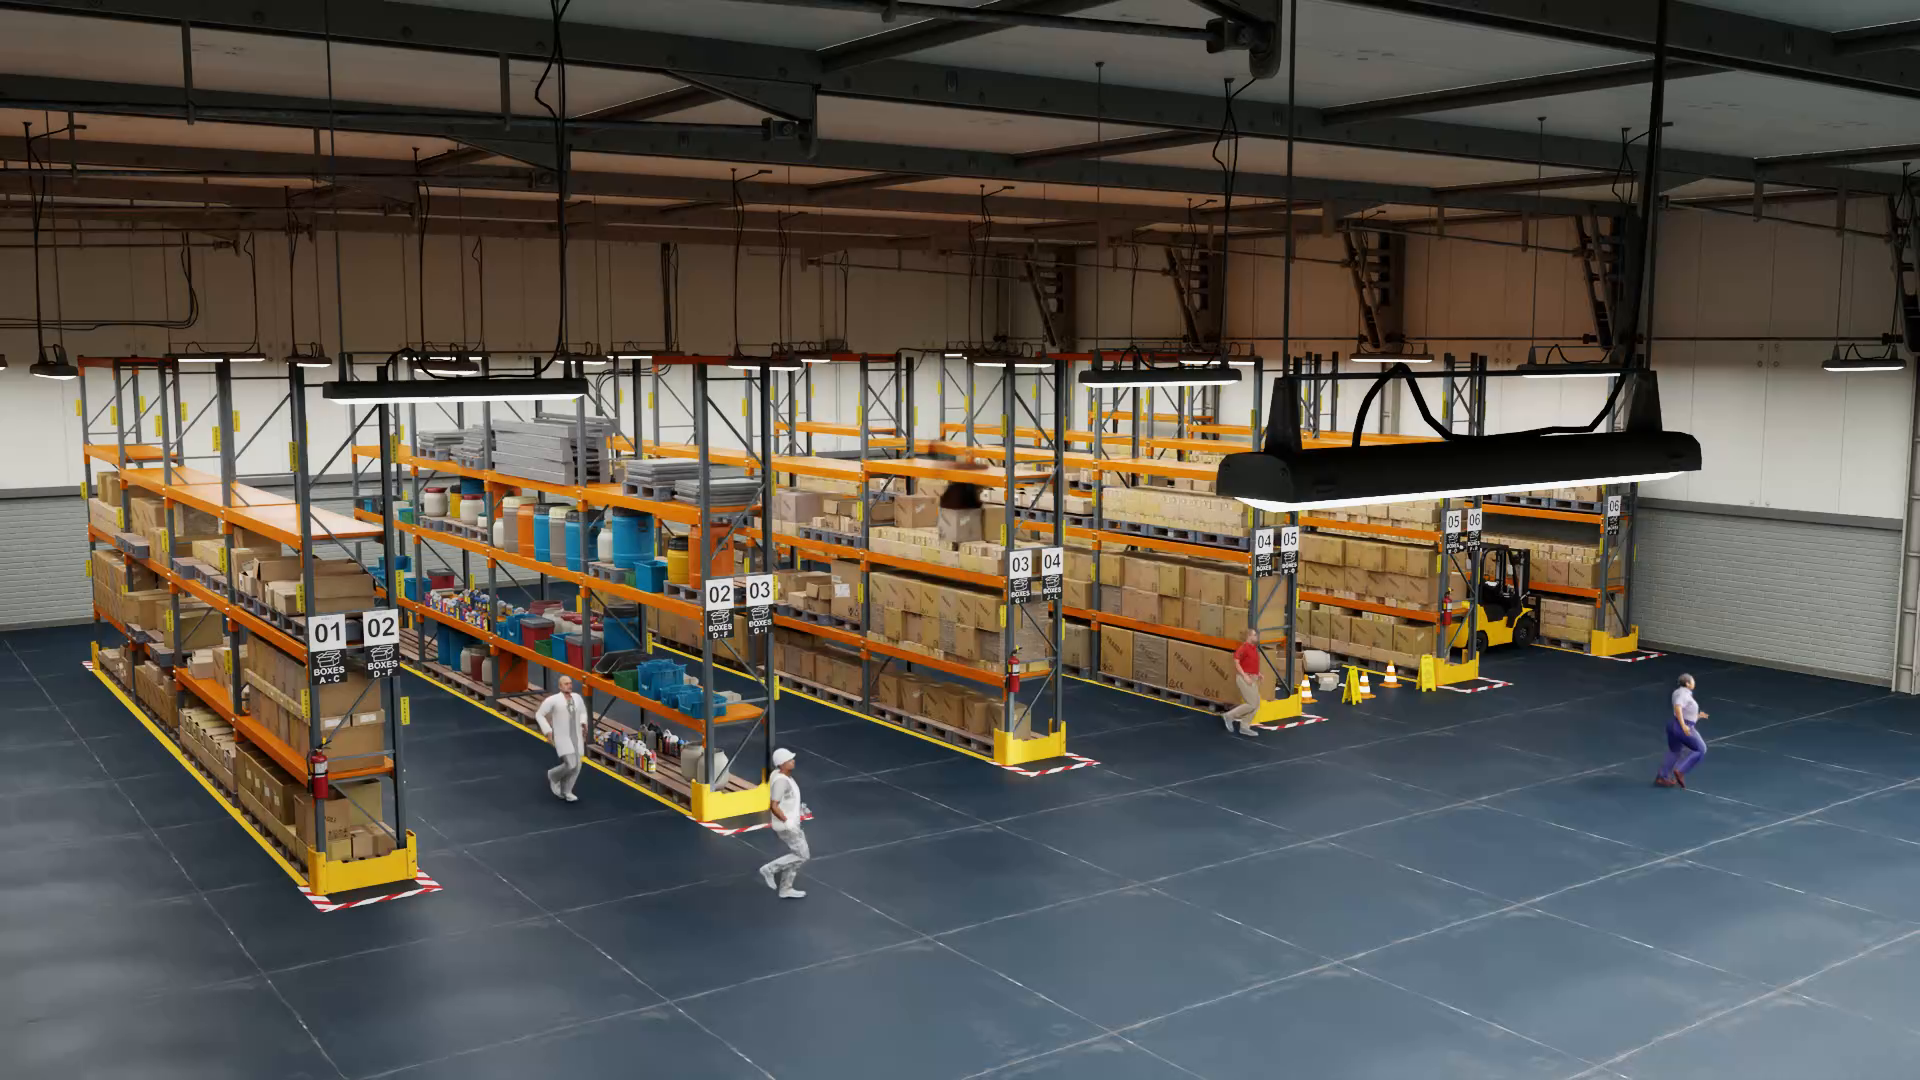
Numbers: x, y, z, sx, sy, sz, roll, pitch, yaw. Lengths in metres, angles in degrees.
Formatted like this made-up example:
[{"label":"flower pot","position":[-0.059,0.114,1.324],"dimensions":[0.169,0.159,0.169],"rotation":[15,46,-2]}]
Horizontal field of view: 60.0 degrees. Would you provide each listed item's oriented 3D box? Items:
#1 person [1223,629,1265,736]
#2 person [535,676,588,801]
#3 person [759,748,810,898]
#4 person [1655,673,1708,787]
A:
[{"label":"person","position":[4.586,2.269,26.740],"dimensions":[0.581,1.676,0.712],"rotation":[3,8,23]},{"label":"person","position":[-5.351,2.722,22.723],"dimensions":[0.628,1.732,0.704],"rotation":[6,9,42]},{"label":"person","position":[-1.985,3.206,18.810],"dimensions":[0.595,1.734,0.696],"rotation":[-1,7,-8]},{"label":"person","position":[10.228,2.681,23.474],"dimensions":[0.712,1.614,0.576],"rotation":[0,7,-2]}]
